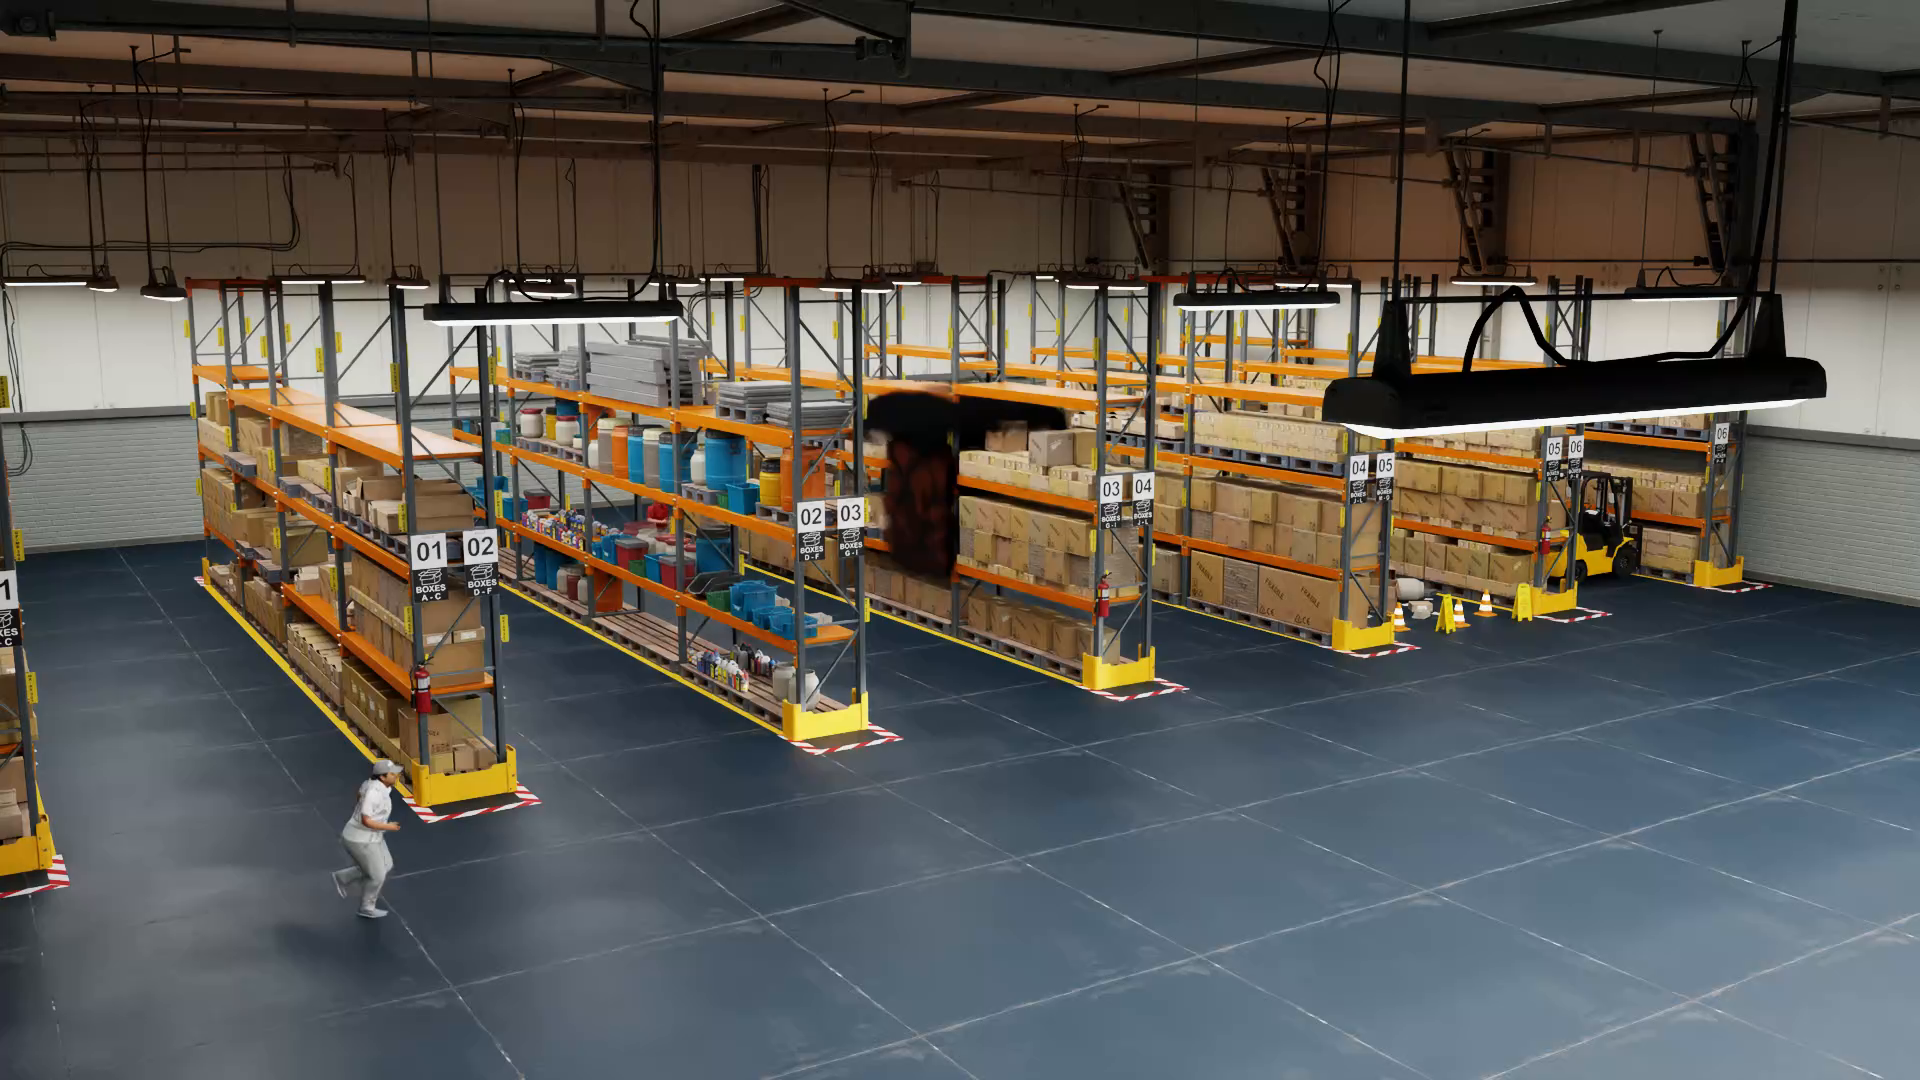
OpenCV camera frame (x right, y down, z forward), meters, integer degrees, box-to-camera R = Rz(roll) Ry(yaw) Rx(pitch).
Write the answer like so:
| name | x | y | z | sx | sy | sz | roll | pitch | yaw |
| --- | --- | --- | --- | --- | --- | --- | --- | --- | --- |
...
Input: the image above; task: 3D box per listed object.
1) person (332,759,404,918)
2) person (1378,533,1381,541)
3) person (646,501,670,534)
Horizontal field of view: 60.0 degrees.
| name | x | y | z | sx | sy | sz | roll | pitch | yaw |
| --- | --- | --- | --- | --- | --- | --- | --- | --- | --- |
| person | -5.734 | 2.906 | 16.099 | 0.746 | 1.601 | 0.592 | -1 | 10 | -6 |
| person | 9.295 | -0.461 | 36.054 | 0.968 | 1.588 | 0.729 | 7 | 12 | 38 |
| person | -6.182 | -0.157 | 33.885 | 0.999 | 1.712 | 0.674 | 8 | 13 | 40 |
